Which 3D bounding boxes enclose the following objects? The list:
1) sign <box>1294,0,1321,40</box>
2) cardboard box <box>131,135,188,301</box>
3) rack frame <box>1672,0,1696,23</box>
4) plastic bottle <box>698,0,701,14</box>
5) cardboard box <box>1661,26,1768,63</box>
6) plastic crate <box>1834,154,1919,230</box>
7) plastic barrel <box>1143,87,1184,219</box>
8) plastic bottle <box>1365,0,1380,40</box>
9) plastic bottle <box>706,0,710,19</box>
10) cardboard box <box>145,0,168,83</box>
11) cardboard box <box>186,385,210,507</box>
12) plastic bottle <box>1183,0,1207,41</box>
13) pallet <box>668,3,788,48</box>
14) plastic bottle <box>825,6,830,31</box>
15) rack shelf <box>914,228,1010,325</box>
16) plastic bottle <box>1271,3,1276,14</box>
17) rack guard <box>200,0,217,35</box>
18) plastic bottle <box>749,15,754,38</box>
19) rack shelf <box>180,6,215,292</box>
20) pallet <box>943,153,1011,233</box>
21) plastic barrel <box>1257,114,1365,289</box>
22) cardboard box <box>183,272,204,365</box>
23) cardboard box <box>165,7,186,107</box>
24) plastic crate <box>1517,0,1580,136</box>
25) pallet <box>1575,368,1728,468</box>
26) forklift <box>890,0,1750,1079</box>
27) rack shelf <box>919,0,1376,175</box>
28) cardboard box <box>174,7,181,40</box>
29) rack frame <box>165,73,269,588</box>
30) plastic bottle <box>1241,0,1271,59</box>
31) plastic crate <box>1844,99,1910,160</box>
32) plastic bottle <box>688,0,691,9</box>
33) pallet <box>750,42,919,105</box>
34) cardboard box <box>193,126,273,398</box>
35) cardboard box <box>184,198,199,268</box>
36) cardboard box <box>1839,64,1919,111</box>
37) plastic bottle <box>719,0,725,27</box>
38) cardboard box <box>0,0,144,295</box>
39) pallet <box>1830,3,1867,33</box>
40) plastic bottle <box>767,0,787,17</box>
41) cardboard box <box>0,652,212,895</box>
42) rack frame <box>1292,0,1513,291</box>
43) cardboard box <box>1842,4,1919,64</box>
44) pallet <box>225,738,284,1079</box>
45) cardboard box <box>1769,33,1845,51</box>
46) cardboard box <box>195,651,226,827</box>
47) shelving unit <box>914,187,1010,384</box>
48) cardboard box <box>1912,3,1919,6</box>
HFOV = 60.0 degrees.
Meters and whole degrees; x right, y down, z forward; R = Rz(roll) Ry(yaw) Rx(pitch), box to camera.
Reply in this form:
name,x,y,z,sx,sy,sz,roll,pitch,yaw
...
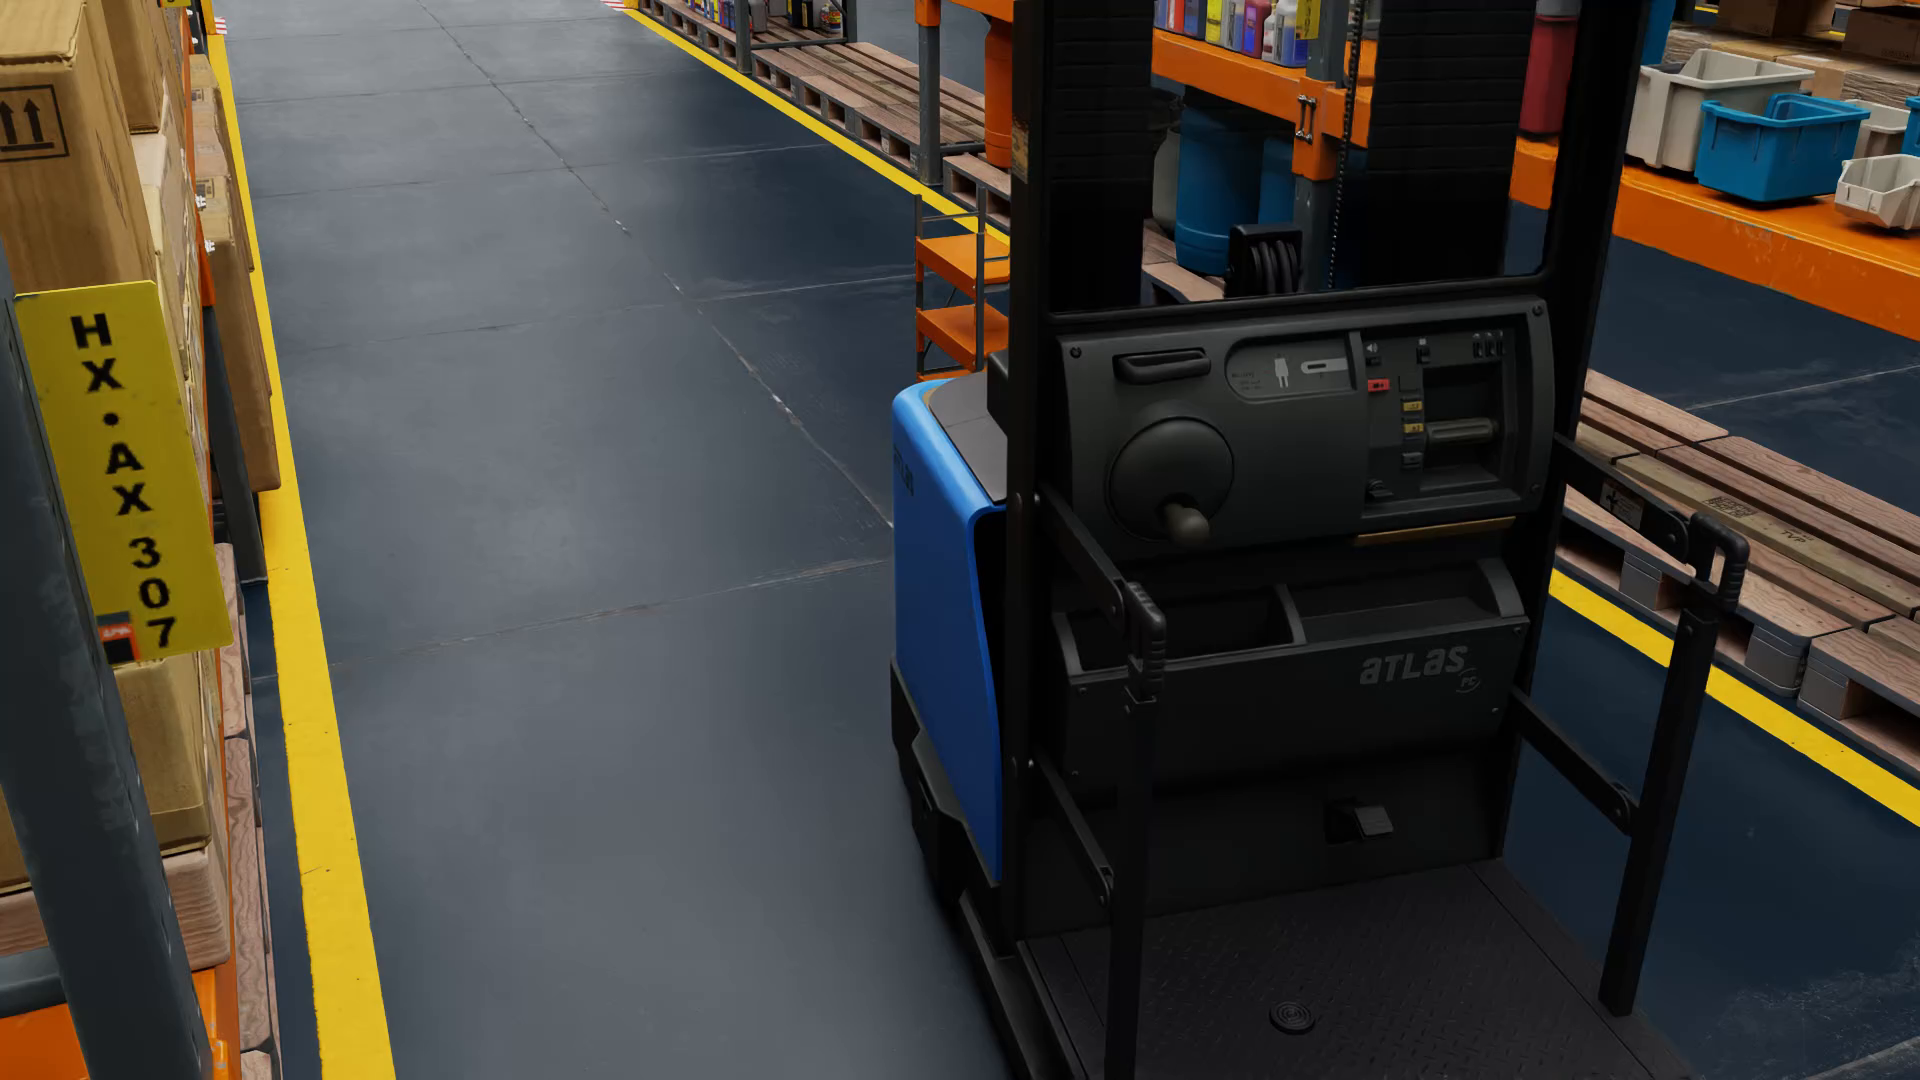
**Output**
name,x,y,z,sx,sy,sz,roll,pitch,yaw
sign,1.296,-2.027,6.167,0.100,0.325,0.005,-11,28,-21
cardboard box,-1.935,-0.664,3.523,0.500,0.250,0.500,-10,28,-20
rack frame,4.796,-4.461,11.467,1.000,3.000,0.127,-11,28,-21
plastic bottle,-2.300,-4.848,14.869,0.097,0.271,0.097,0,26,0
cardboard box,4.921,-3.092,11.011,0.500,0.500,0.500,-12,28,-22
plastic crate,2.519,-0.932,4.473,0.298,0.136,0.250,-11,28,-21
plastic barrel,0.886,-2.066,8.832,0.600,0.588,0.708,-11,28,-21
plastic bottle,1.829,-2.341,7.267,0.152,0.276,0.135,-11,28,-21
plastic bottle,-2.180,-4.694,14.633,0.097,0.201,0.097,0,26,0
cardboard box,-2.328,-1.409,4.194,0.500,0.500,0.500,-10,28,-19
cardboard box,-1.529,-0.136,2.897,0.380,0.149,0.250,-11,28,-21
plastic bottle,1.070,-2.364,7.229,0.144,0.351,0.185,-11,28,-21
pallet,-2.036,-4.744,15.227,1.003,0.211,1.213,-11,28,-21
plastic bottle,-1.091,-4.411,14.054,0.097,0.201,0.097,0,26,0
rack shelf,0.065,-0.825,5.177,0.258,0.148,0.480,-11,28,-21
plastic bottle,1.284,-2.117,6.894,0.097,0.201,0.097,0,26,0
rack guard,-7.424,-4.836,15.085,1.175,0.500,0.348,-11,28,-21
plastic bottle,-1.759,-4.259,13.742,0.097,0.201,0.097,0,26,0
rack shelf,-3.537,-1.629,6.489,1.077,0.370,4.000,-11,28,-21
pallet,0.584,-2.047,9.702,1.003,0.211,1.213,-11,28,-21
plastic barrel,1.606,-1.465,7.244,0.600,0.901,0.708,-11,28,-21
cardboard box,-1.830,-0.447,3.533,0.380,0.149,0.250,-11,28,-21
cardboard box,-3.098,-1.824,5.953,0.500,0.500,0.500,-11,28,-22
plastic crate,1.922,-1.649,5.566,0.402,0.464,0.583,-11,28,-21
pallet,2.127,-0.453,6.437,1.003,0.211,1.213,-11,28,-21
forklift,0.685,-0.172,2.762,1.130,2.935,3.031,-7,27,-13
rack shelf,1.020,-2.481,8.232,1.077,0.370,4.000,-11,28,-21
cardboard box,-3.710,-2.446,7.227,0.500,0.500,0.500,-11,28,-21
rack frame,-2.754,-1.145,4.677,1.000,3.000,0.127,-11,28,-21
plastic bottle,1.219,-2.133,6.833,0.061,0.283,0.133,-11,28,-21
plastic crate,2.762,-1.254,5.131,0.293,0.136,0.466,-11,28,-21
plastic bottle,-2.432,-4.954,15.165,0.097,0.201,0.097,0,26,0
pallet,-0.987,-3.663,13.011,1.003,0.211,1.213,-11,28,-21
cardboard box,-3.374,-0.995,6.312,1.225,0.875,0.875,-12,28,-22
cardboard box,-2.132,-0.758,4.170,0.380,0.149,0.250,-11,28,-21
cardboard box,5.524,-2.474,9.746,0.500,0.500,0.500,-10,28,-20
plastic bottle,-2.025,-4.550,14.244,0.061,0.283,0.133,-9,27,-17
cardboard box,-1.323,-0.376,2.078,0.500,0.500,0.500,-11,28,-22
pallet,8.574,-4.868,15.479,1.003,0.211,1.213,-11,28,-21
plastic bottle,-1.631,-4.809,14.784,0.152,0.276,0.135,-11,28,-21
cardboard box,-1.127,0.163,1.829,0.500,0.250,0.500,-11,28,-22
rack frame,1.803,-1.996,6.420,1.000,3.000,0.127,-11,28,-21
cardboard box,5.809,-3.101,10.175,0.500,0.250,0.500,-11,28,-22
pallet,-2.047,0.921,3.622,1.003,0.211,1.213,-11,28,-21
cardboard box,5.580,-2.989,10.801,0.500,0.500,0.500,-12,28,-22
cardboard box,-1.125,0.279,2.046,0.380,0.149,0.250,-11,28,-21
shelving unit,0.065,-0.472,5.350,0.258,1.200,0.503,-11,28,-21
cardboard box,8.928,-4.897,14.709,0.700,0.500,0.500,-11,28,-21
